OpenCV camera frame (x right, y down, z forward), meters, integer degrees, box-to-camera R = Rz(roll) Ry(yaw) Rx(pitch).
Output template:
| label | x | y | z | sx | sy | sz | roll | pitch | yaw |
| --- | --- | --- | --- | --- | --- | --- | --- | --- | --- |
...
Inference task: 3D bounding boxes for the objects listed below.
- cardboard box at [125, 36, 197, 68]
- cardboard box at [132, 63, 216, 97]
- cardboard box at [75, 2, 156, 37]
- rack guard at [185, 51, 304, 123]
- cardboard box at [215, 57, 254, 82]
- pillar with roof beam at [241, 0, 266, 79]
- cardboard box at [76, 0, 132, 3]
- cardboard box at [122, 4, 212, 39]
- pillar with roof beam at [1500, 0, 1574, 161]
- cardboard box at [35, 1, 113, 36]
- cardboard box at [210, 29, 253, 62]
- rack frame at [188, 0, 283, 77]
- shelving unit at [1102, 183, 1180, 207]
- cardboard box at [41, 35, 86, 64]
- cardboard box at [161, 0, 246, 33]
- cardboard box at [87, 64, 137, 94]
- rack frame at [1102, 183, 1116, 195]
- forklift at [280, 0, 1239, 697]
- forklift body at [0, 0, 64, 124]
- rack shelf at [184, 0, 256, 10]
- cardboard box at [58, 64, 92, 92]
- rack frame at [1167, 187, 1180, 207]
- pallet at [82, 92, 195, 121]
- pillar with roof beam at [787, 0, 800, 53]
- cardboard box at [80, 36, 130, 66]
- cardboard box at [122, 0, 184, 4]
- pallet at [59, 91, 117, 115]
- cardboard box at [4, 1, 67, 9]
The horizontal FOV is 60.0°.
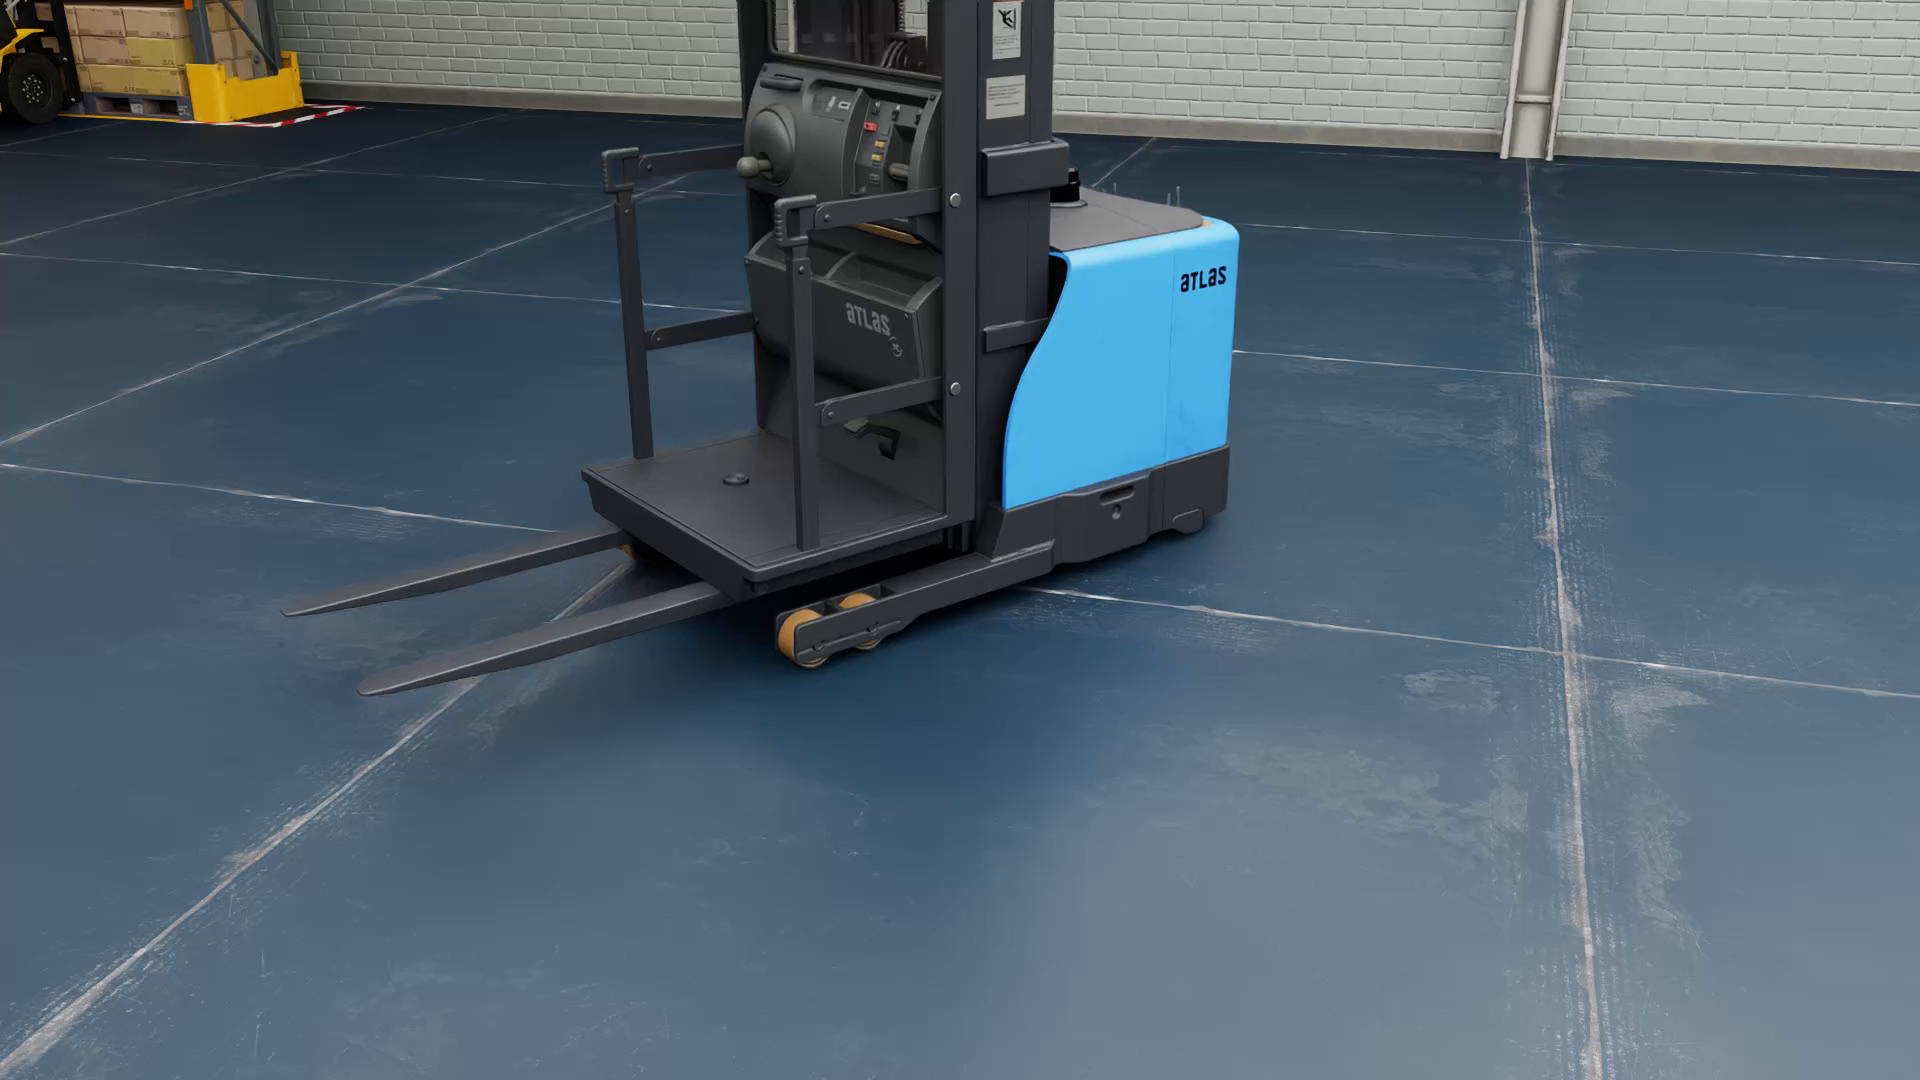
| label | x | y | z | sx | sy | sz | roll | pitch | yaw |
| --- | --- | --- | --- | --- | --- | --- | --- | --- | --- |
| cardboard box | -7.148 | -4.438 | 15.047 | 0.500 | 0.250 | 0.500 | 6 | 23 | 15 |
| cardboard box | -7.133 | -4.203 | 15.134 | 0.500 | 0.250 | 0.500 | 7 | 23 | 16 |
| cardboard box | -7.613 | -4.720 | 15.077 | 0.500 | 0.250 | 0.500 | 7 | 23 | 16 |
| rack guard | -6.569 | -4.185 | 15.314 | 0.348 | 0.500 | 1.175 | 7 | 23 | 16 |
| cardboard box | -7.006 | -4.391 | 15.593 | 0.500 | 0.250 | 0.500 | 7 | 23 | 16 |
| pillar with roof beam | -8.242 | -6.960 | 10.879 | 0.400 | 9.000 | 9.100 | 7 | 23 | 16 |
| cardboard box | -7.952 | -4.963 | 15.668 | 0.500 | 0.250 | 0.500 | 6 | 23 | 15 |
| cardboard box | -7.123 | -4.666 | 14.946 | 0.500 | 0.250 | 0.500 | 7 | 23 | 17 |
| pillar with roof beam | 3.247 | -5.644 | 7.672 | 0.400 | 9.000 | 9.100 | 7 | 23 | 16 |
| cardboard box | -8.099 | -4.772 | 15.203 | 0.500 | 0.250 | 0.500 | 7 | 23 | 16 |
| cardboard box | -6.982 | -4.625 | 15.503 | 0.500 | 0.250 | 0.500 | 7 | 23 | 16 |
| rack frame | -6.592 | -5.344 | 14.847 | 0.127 | 3.000 | 1.000 | 7 | 23 | 16 |
| shelving unit | 0.665 | -0.814 | 6.357 | 0.252 | 1.050 | 0.215 | 7 | 21 | 16 |
| cardboard box | -8.126 | -4.545 | 15.310 | 0.500 | 0.250 | 0.500 | 6 | 23 | 14 |
| cardboard box | -6.997 | -4.851 | 15.395 | 0.500 | 0.250 | 0.500 | 6 | 23 | 15 |
| cardboard box | -7.606 | -4.261 | 15.276 | 0.500 | 0.250 | 0.500 | 7 | 23 | 15 |
| rack frame | 0.549 | -0.828 | 6.391 | 0.008 | 1.050 | 0.200 | 7 | 21 | 16 |
| forklift | -0.531 | -1.210 | 4.857 | 3.031 | 2.935 | 1.130 | -17 | 28 | -35 |
| forklift body | -8.934 | -4.497 | 13.898 | 1.214 | 2.155 | 2.313 | 7 | 23 | 16 |
| rack shelf | -8.507 | -5.231 | 15.518 | 4.000 | 0.370 | 1.077 | 7 | 23 | 16 |
| cardboard box | -8.083 | -4.319 | 15.417 | 0.500 | 0.250 | 0.500 | 7 | 23 | 16 |
| rack frame | 0.782 | -0.800 | 6.323 | 0.008 | 1.050 | 0.200 | 7 | 21 | 16 |
| pallet | -7.336 | -4.123 | 15.543 | 1.213 | 0.211 | 1.003 | 7 | 23 | 16 |
| pillar with roof beam | -2.497 | -6.302 | 9.276 | 0.400 | 9.000 | 9.100 | 7 | 23 | 16 |
| cardboard box | -7.625 | -4.497 | 15.190 | 0.500 | 0.250 | 0.500 | 6 | 23 | 15 |
| cardboard box | -7.477 | -4.904 | 15.525 | 0.500 | 0.250 | 0.500 | 7 | 23 | 16 |
| pallet | -8.500 | -4.257 | 15.871 | 1.213 | 0.211 | 1.003 | 7 | 23 | 15 |
| cardboard box | -8.582 | -4.830 | 15.345 | 0.500 | 0.250 | 0.500 | 6 | 23 | 14 |
